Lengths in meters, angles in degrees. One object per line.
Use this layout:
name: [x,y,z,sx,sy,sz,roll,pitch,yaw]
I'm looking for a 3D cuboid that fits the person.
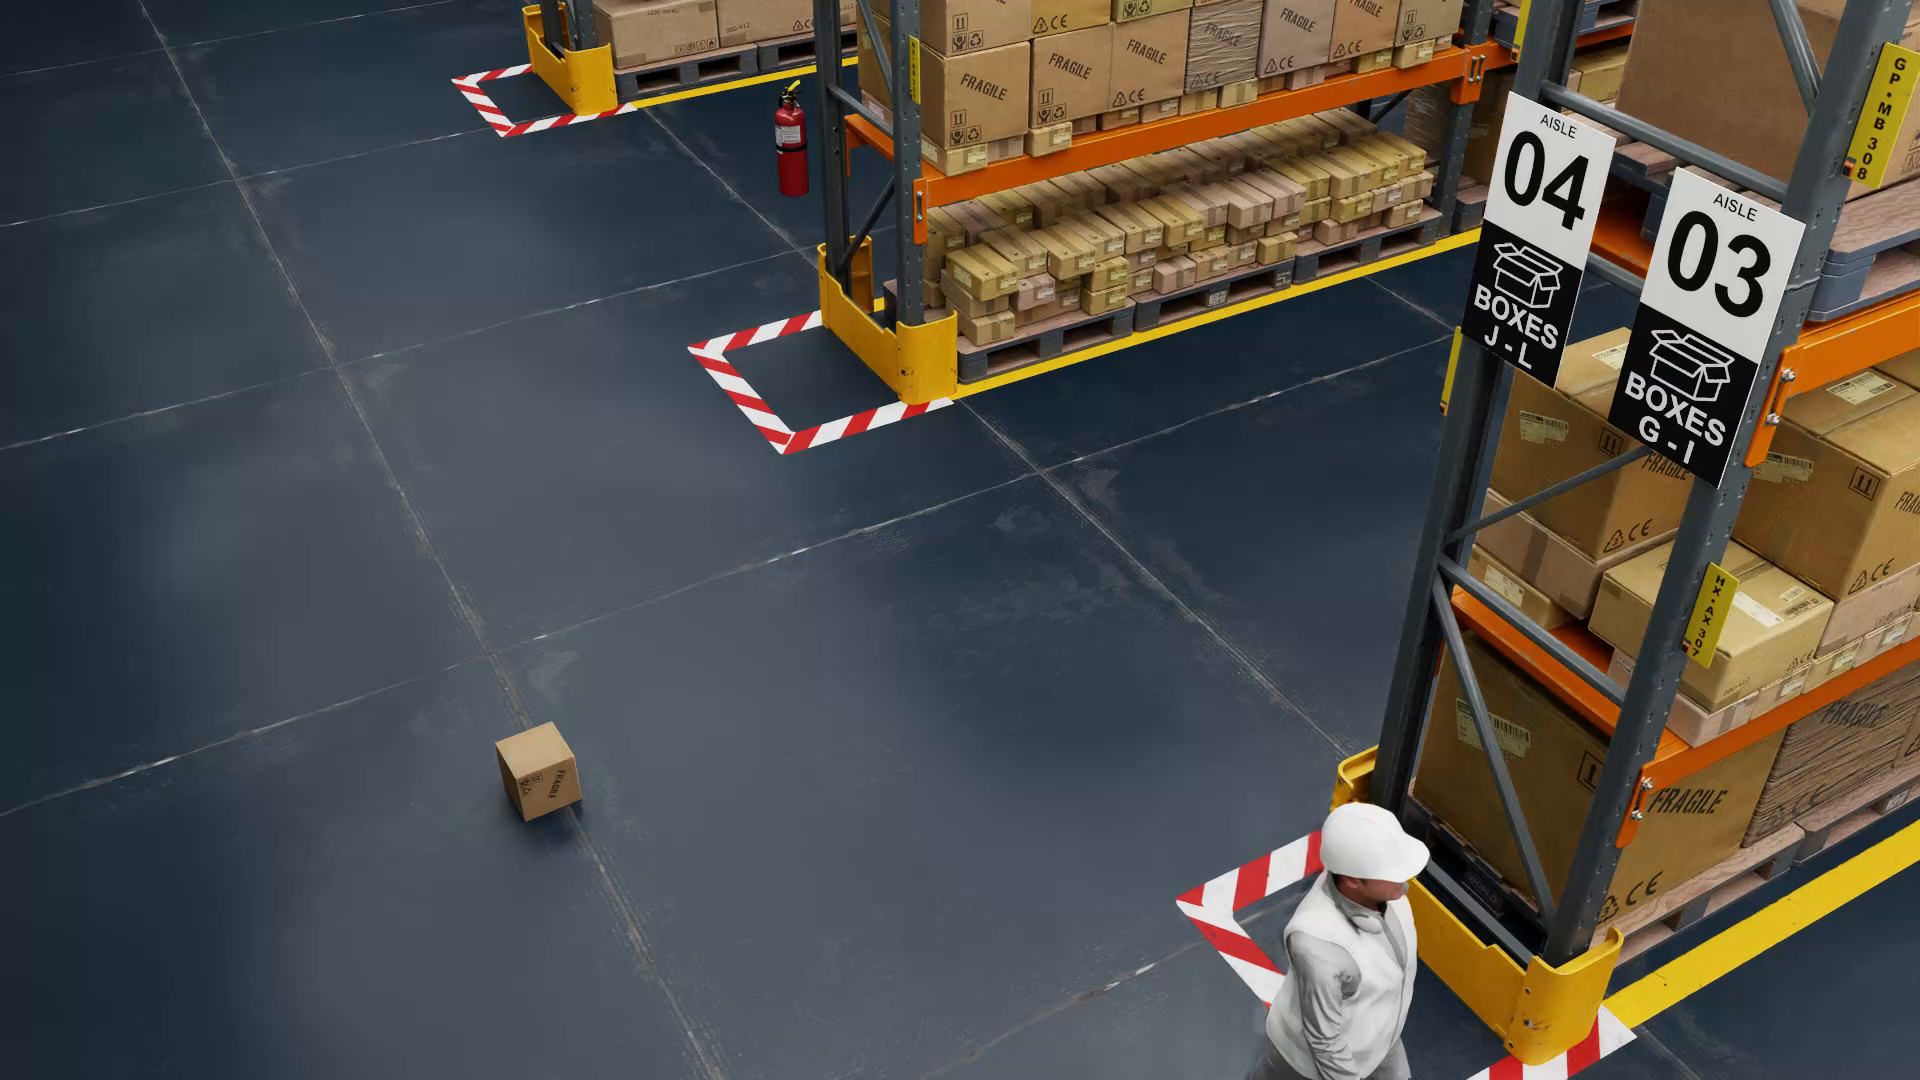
person: [1.187,1.474,4.896,0.997,1.715,0.560,26,44,30]
